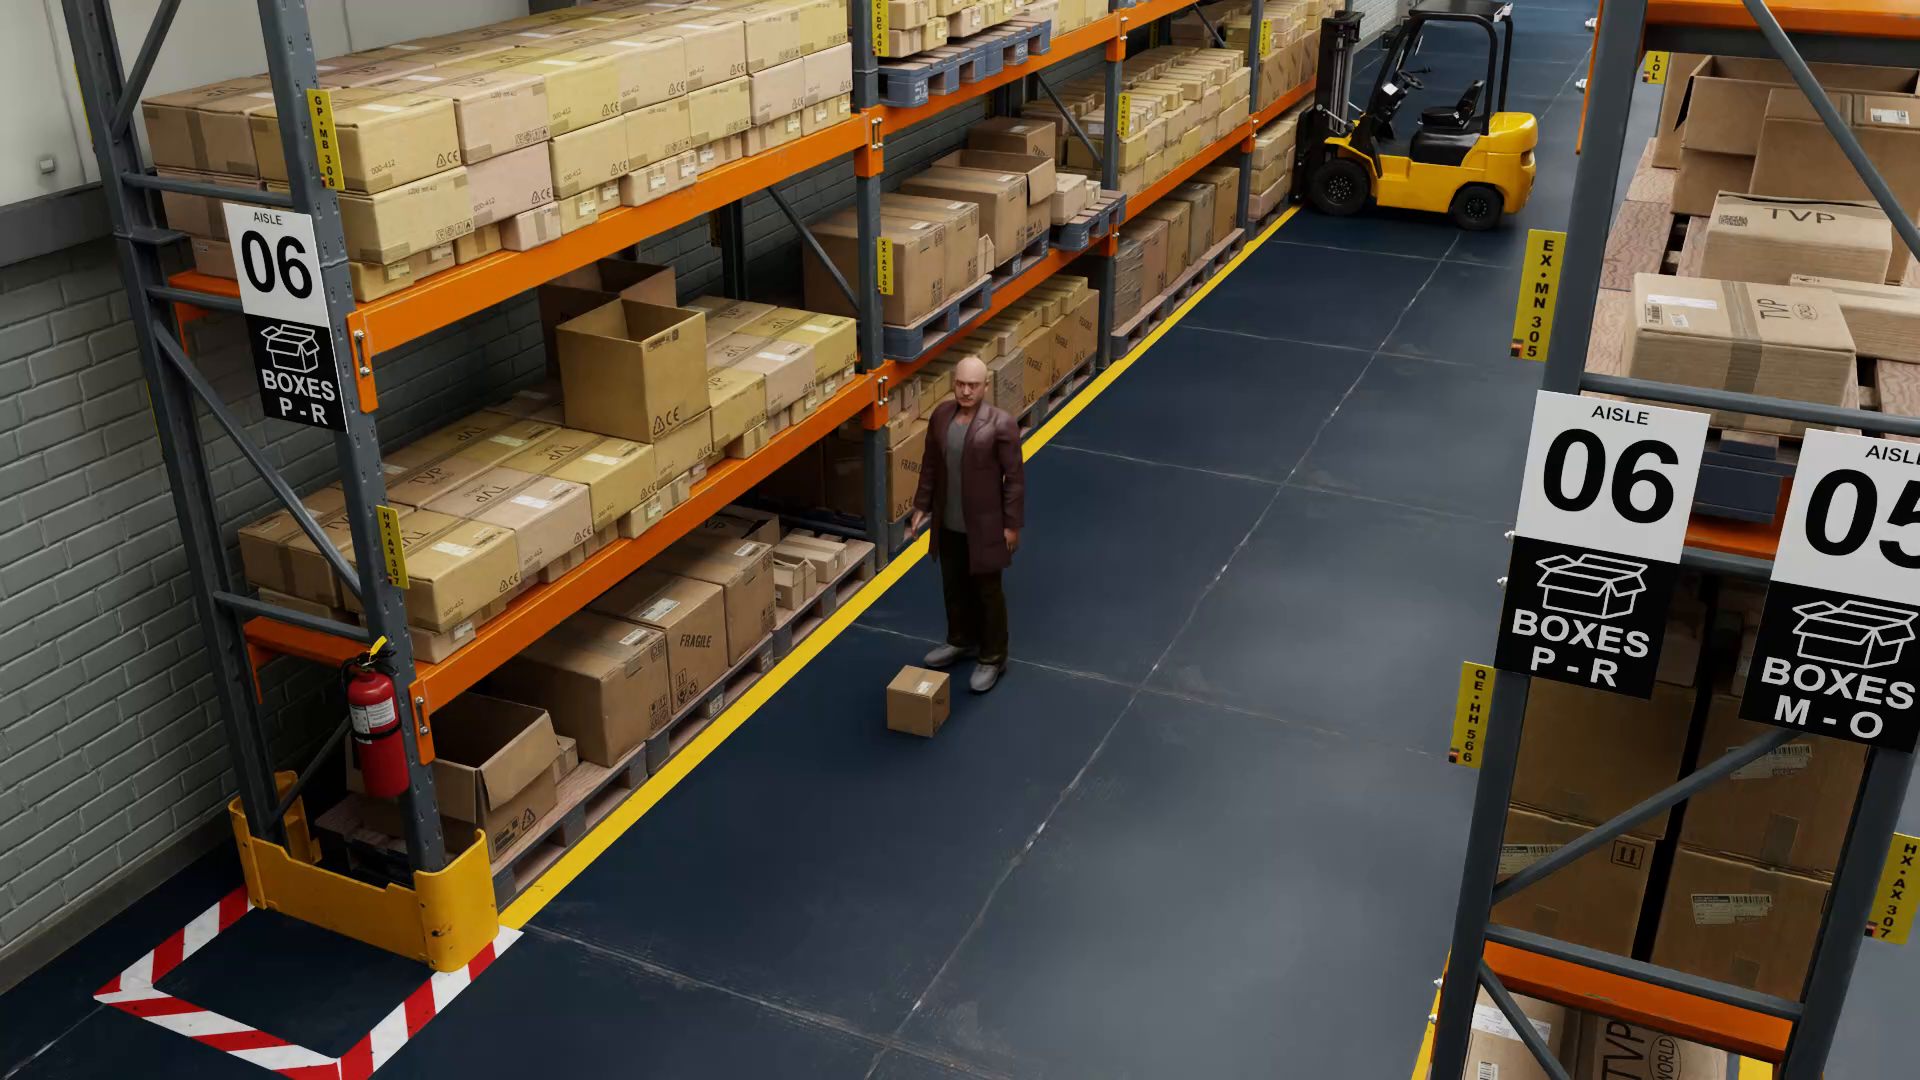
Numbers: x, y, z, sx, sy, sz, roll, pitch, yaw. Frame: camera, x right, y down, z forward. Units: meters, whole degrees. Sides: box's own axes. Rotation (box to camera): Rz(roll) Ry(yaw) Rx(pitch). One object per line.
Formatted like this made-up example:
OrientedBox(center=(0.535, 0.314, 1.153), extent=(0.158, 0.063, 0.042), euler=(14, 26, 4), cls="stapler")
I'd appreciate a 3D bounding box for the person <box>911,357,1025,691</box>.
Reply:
OrientedBox(center=(0.022, -0.099, 8.790), extent=(0.653, 1.786, 0.410), euler=(17, 30, 31), cls="person")
